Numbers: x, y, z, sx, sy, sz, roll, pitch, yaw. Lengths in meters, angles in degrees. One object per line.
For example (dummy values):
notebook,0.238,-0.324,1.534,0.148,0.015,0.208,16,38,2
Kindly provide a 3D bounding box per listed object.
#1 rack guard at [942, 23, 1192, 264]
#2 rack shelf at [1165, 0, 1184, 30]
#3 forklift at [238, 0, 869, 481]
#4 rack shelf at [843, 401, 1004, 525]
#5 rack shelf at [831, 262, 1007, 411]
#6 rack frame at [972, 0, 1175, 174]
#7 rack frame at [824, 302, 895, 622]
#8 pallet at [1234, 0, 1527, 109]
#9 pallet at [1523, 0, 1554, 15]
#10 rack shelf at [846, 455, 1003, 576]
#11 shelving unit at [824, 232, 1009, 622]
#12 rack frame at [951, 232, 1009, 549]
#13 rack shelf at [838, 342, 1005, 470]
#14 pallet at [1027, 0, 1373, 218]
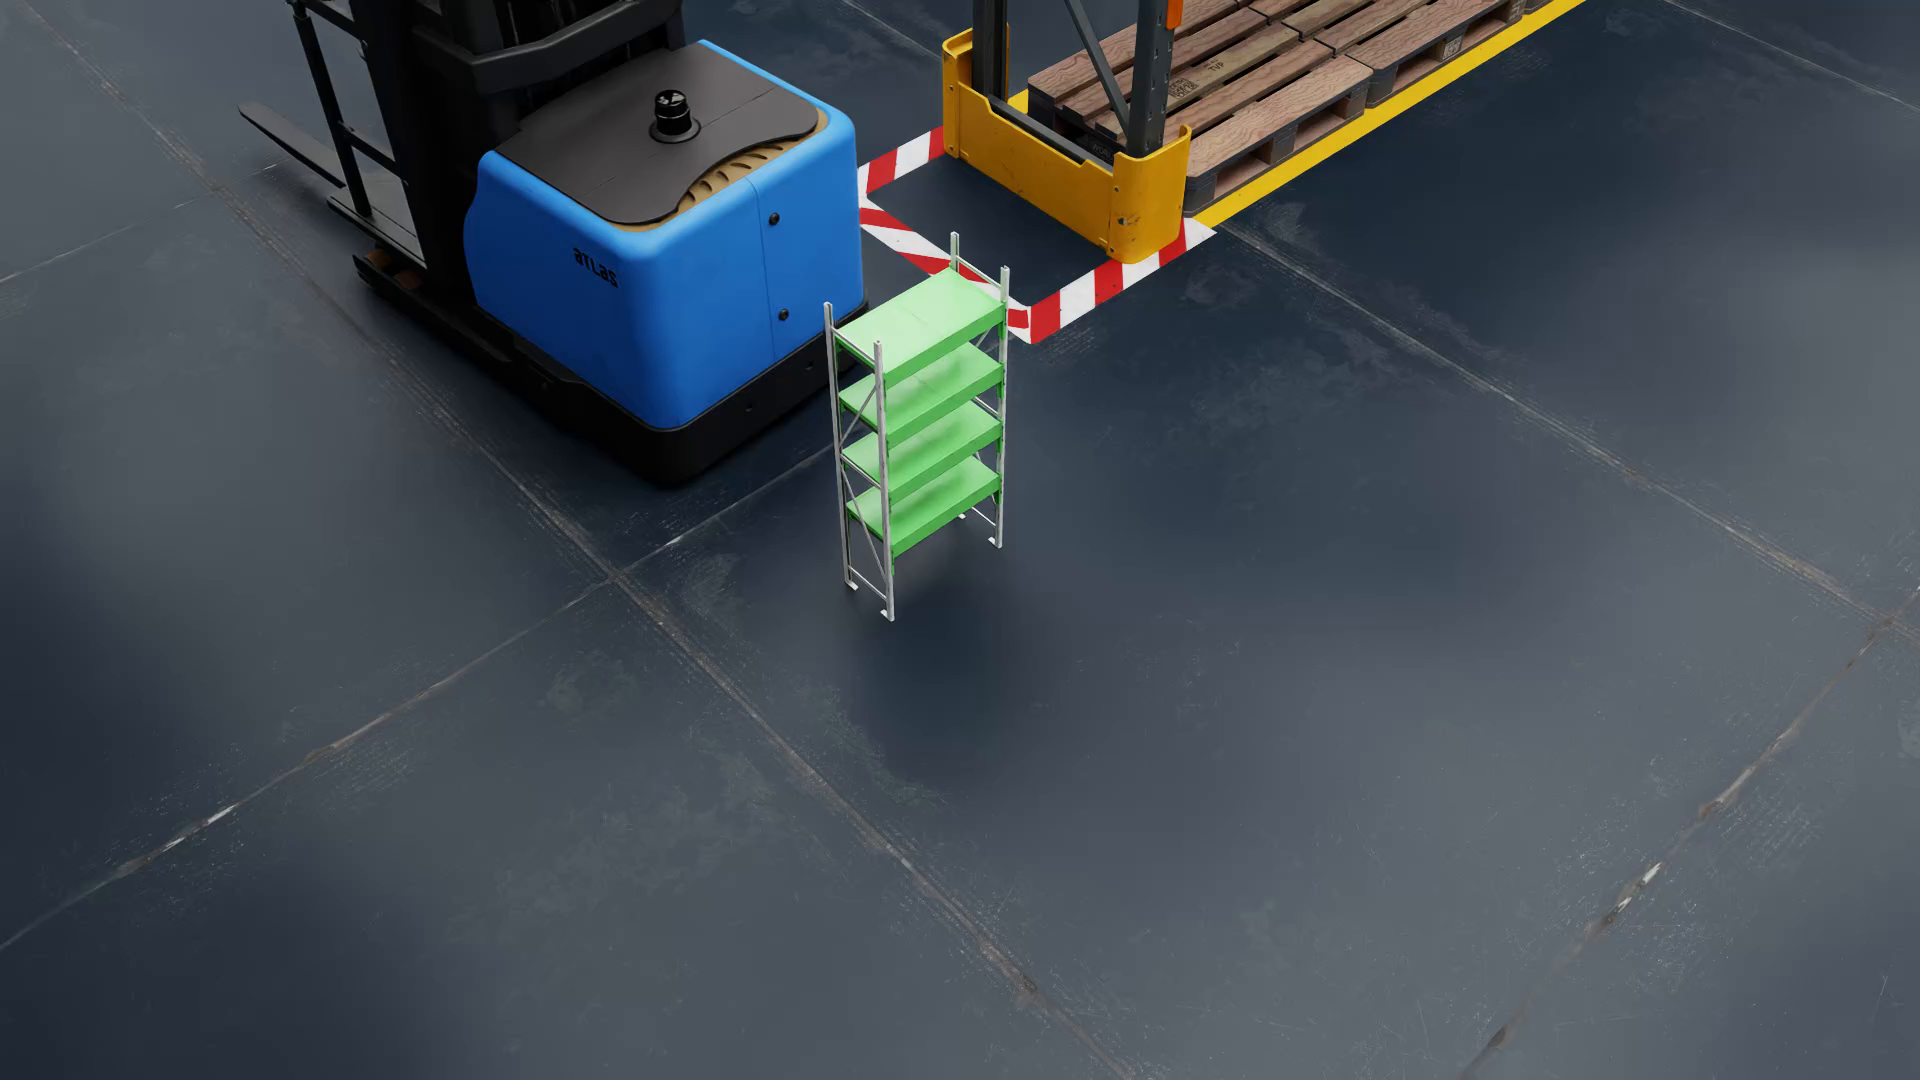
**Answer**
rack guard,0.420,-1.677,6.958,0.348,0.500,1.175,-34,56,-27
rack shelf,1.909,-3.289,7.233,4.000,0.370,1.077,-34,56,-27
forklift,-1.771,-2.151,5.741,3.031,2.935,1.130,34,56,27
rack shelf,-0.122,-0.282,5.280,0.480,0.148,0.258,-34,56,-27
rack shelf,-0.122,-0.607,4.928,0.480,0.148,0.258,-34,56,-27
rack frame,0.429,-2.544,6.056,0.127,3.000,1.000,-34,56,-27
rack frame,-0.303,-0.204,5.122,0.015,1.200,0.240,-34,56,-27
pallet,1.968,-2.585,7.992,1.213,0.211,1.003,-34,56,-27
pallet,2.871,-3.191,8.551,1.213,0.211,1.003,-34,56,-27
rack shelf,-0.122,-0.119,5.457,0.480,0.148,0.258,-34,56,-27
shelving unit,-0.122,-0.325,5.234,0.503,1.200,0.258,-34,56,-27
rack frame,0.058,-0.446,5.345,0.015,1.200,0.240,-34,56,-27
rack shelf,-0.122,-0.444,5.104,0.480,0.148,0.258,-34,56,-27
pallet,1.065,-1.985,7.438,1.213,0.211,1.003,-34,56,-27
